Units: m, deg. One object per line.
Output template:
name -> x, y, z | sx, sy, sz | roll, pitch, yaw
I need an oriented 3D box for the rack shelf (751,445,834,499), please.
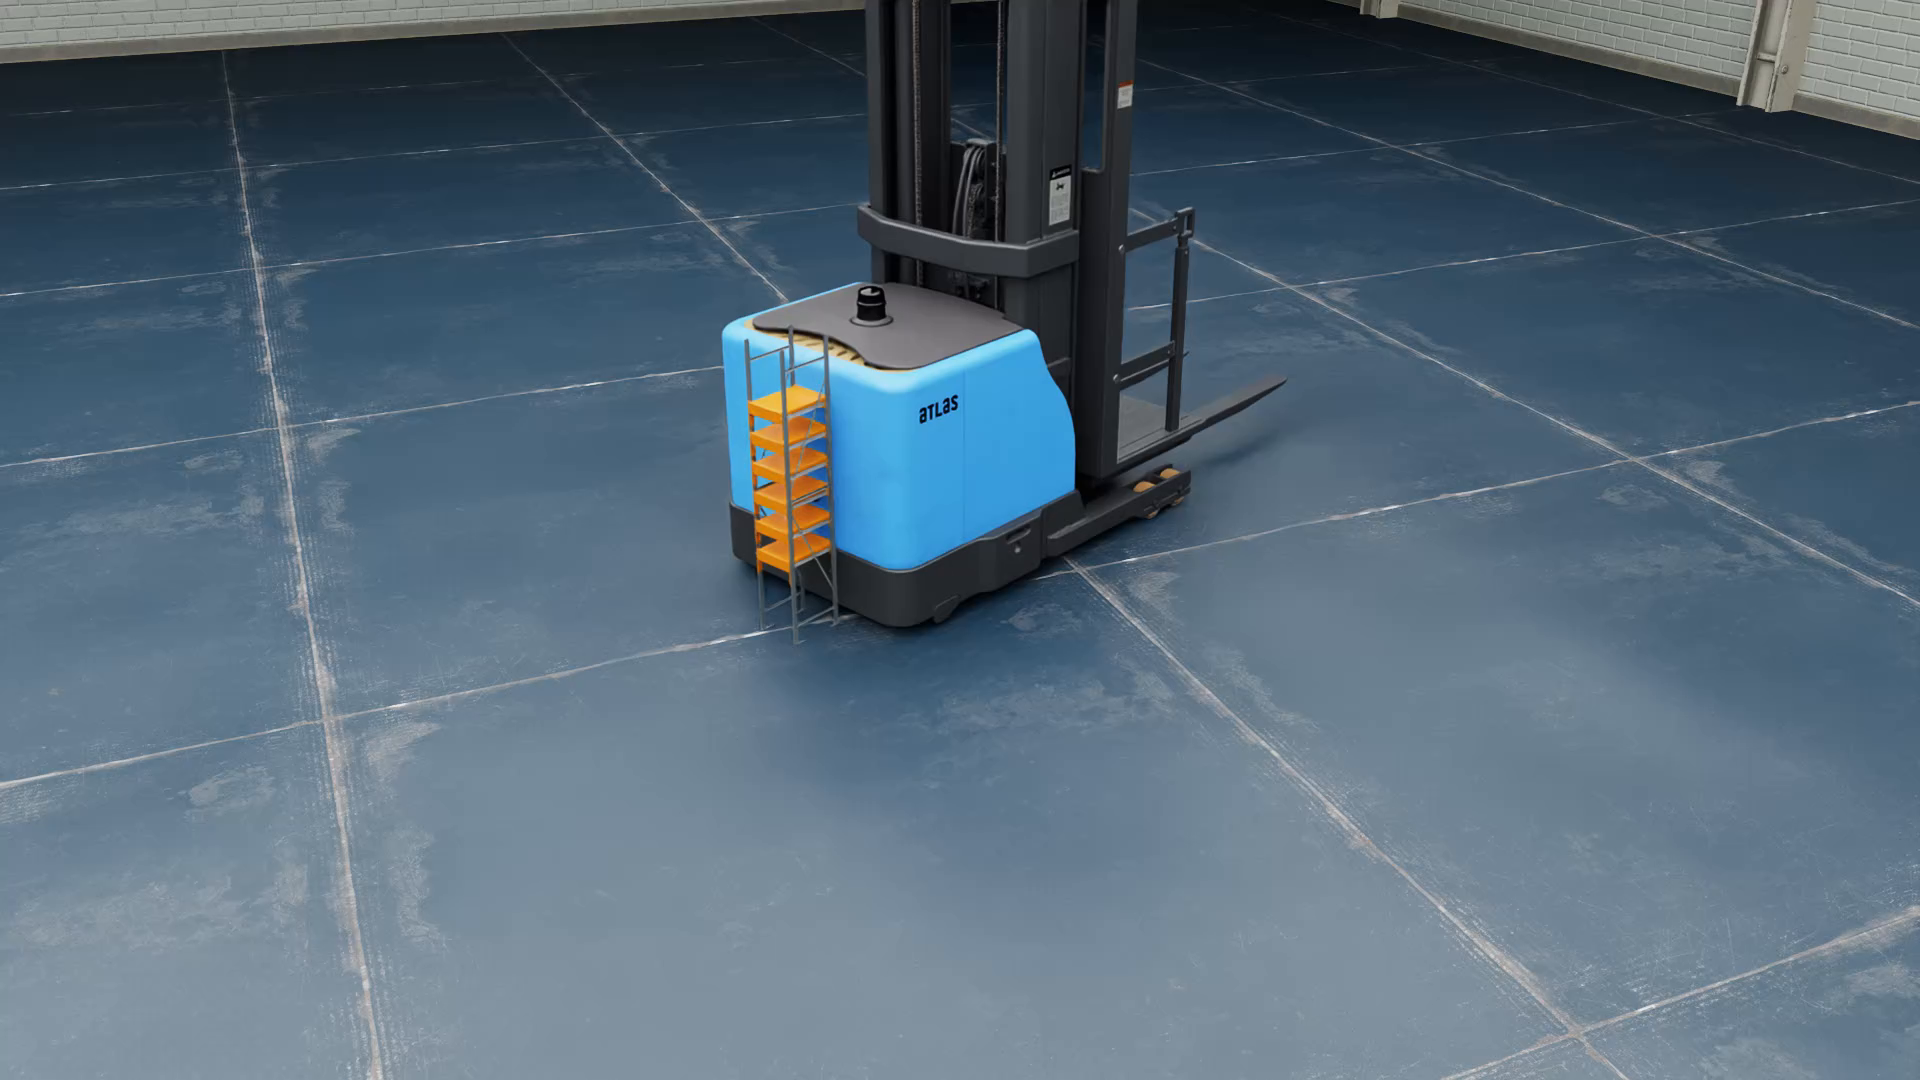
rack shelf -> -0.630, -0.263, 6.249 | 0.180, 0.103, 0.258 | 21, 33, 36

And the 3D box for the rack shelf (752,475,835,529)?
rack shelf -> -0.630, -0.155, 6.302 | 0.180, 0.103, 0.258 | 21, 33, 36

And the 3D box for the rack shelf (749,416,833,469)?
rack shelf -> -0.630, -0.371, 6.197 | 0.180, 0.103, 0.258 | 21, 33, 36

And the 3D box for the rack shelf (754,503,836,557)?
rack shelf -> -0.630, -0.047, 6.355 | 0.180, 0.103, 0.258 | 21, 33, 36

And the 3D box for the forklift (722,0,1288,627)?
forklift -> 0.403, -1.545, 7.073 | 1.130, 2.935, 3.031 | 22, 33, 37

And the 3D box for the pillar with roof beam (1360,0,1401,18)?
pillar with roof beam -> 1.206, -9.771, 17.006 | 9.100, 9.000, 0.400 | -11, 28, -21

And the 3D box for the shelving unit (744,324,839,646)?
shelving unit -> -0.630, -0.195, 6.282 | 0.189, 1.200, 0.258 | 21, 33, 36

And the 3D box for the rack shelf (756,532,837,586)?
rack shelf -> -0.630, 0.060, 6.407 | 0.180, 0.103, 0.258 | 21, 33, 36

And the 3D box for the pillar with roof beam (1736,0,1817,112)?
pillar with roof beam -> 3.555, -7.349, 12.045 | 9.100, 9.000, 0.400 | -11, 28, -21

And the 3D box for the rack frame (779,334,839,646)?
rack frame -> -0.560, -0.169, 6.229 | 0.006, 1.200, 0.240 | 21, 33, 36

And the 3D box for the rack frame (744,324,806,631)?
rack frame -> -0.699, -0.221, 6.336 | 0.006, 1.200, 0.240 | 21, 33, 36

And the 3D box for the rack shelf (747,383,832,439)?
rack shelf -> -0.630, -0.479, 6.144 | 0.180, 0.103, 0.258 | 21, 33, 36
